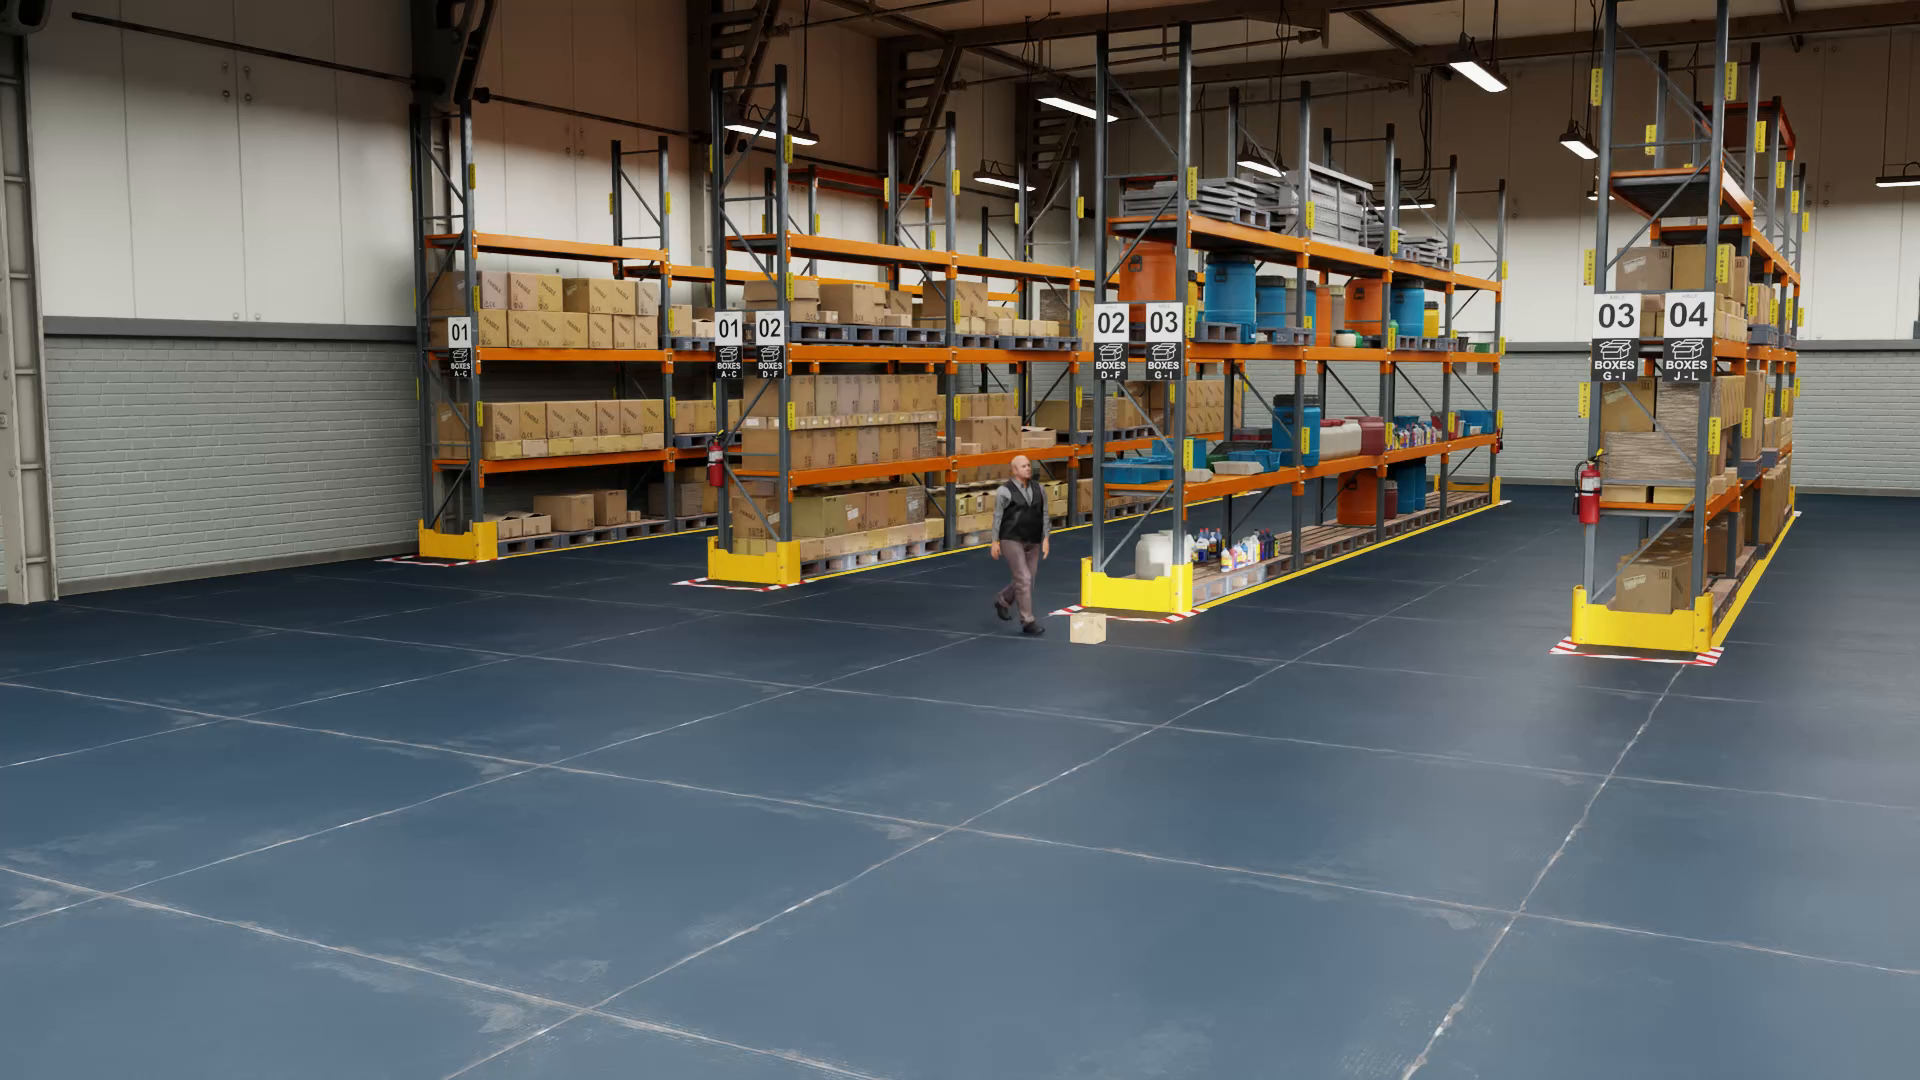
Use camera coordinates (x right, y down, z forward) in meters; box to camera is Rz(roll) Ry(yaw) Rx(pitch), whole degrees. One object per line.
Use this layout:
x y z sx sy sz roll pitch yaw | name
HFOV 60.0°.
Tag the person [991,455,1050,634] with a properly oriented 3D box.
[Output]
0.582 0.026 16.059 0.554 1.694 0.891 -4 7 -32 | person
